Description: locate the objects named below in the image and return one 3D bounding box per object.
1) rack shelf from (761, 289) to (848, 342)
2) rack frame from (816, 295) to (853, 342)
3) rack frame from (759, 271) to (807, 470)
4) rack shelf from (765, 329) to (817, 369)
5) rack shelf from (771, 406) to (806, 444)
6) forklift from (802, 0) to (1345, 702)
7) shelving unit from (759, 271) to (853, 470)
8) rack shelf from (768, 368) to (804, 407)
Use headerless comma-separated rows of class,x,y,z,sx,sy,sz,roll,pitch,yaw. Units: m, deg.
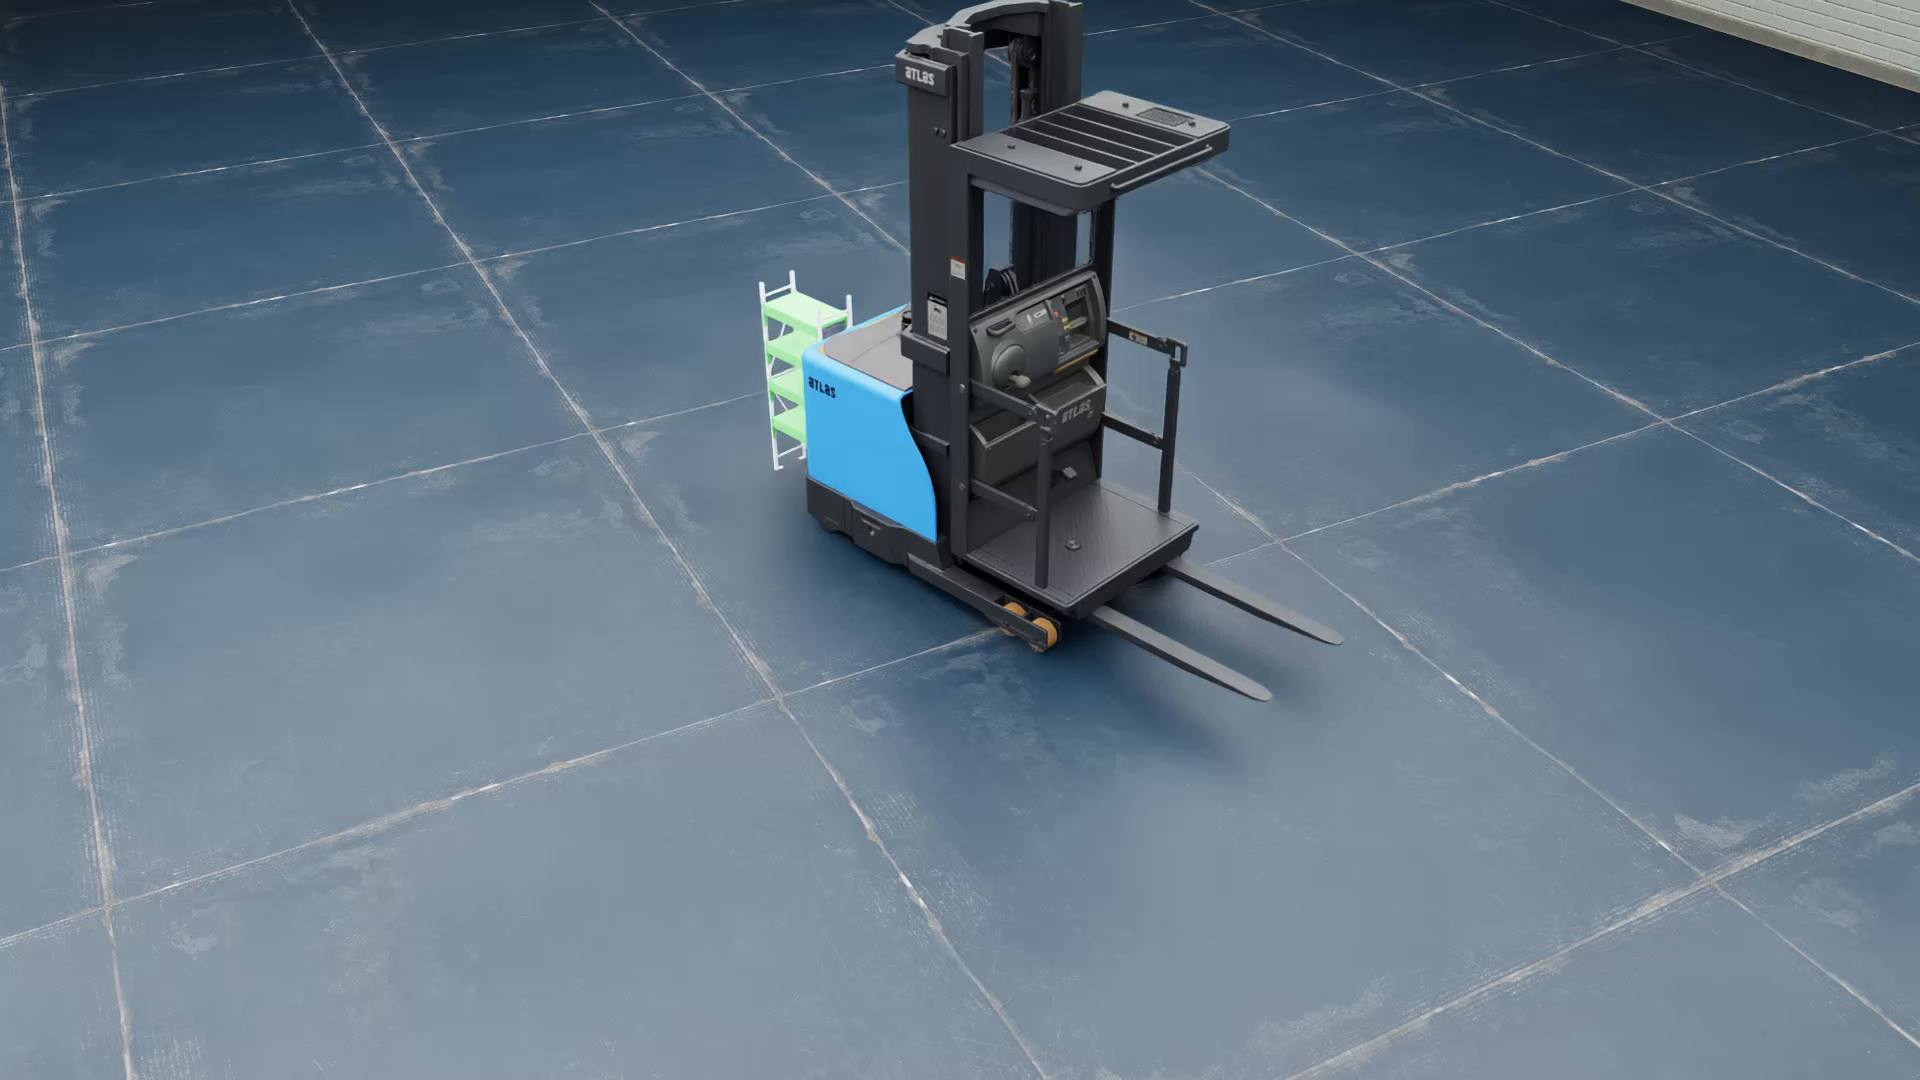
rack shelf,-0.857,-1.233,9.303,0.258,0.148,0.480,-28,41,-36
rack frame,-0.682,-0.790,9.374,0.240,1.200,0.015,-28,41,-36
rack frame,-1.023,-0.971,9.672,0.240,1.200,0.015,-28,41,-36
rack shelf,-0.855,-1.030,9.430,0.258,0.148,0.480,-28,41,-36
rack shelf,-0.849,-0.623,9.684,0.258,0.148,0.480,-28,41,-36
forklift,0.550,-0.992,8.100,3.031,2.935,1.130,27,41,35
shelving unit,-0.853,-0.880,9.523,0.258,1.200,0.503,-28,41,-36
rack shelf,-0.852,-0.826,9.557,0.258,0.148,0.480,-28,41,-36
